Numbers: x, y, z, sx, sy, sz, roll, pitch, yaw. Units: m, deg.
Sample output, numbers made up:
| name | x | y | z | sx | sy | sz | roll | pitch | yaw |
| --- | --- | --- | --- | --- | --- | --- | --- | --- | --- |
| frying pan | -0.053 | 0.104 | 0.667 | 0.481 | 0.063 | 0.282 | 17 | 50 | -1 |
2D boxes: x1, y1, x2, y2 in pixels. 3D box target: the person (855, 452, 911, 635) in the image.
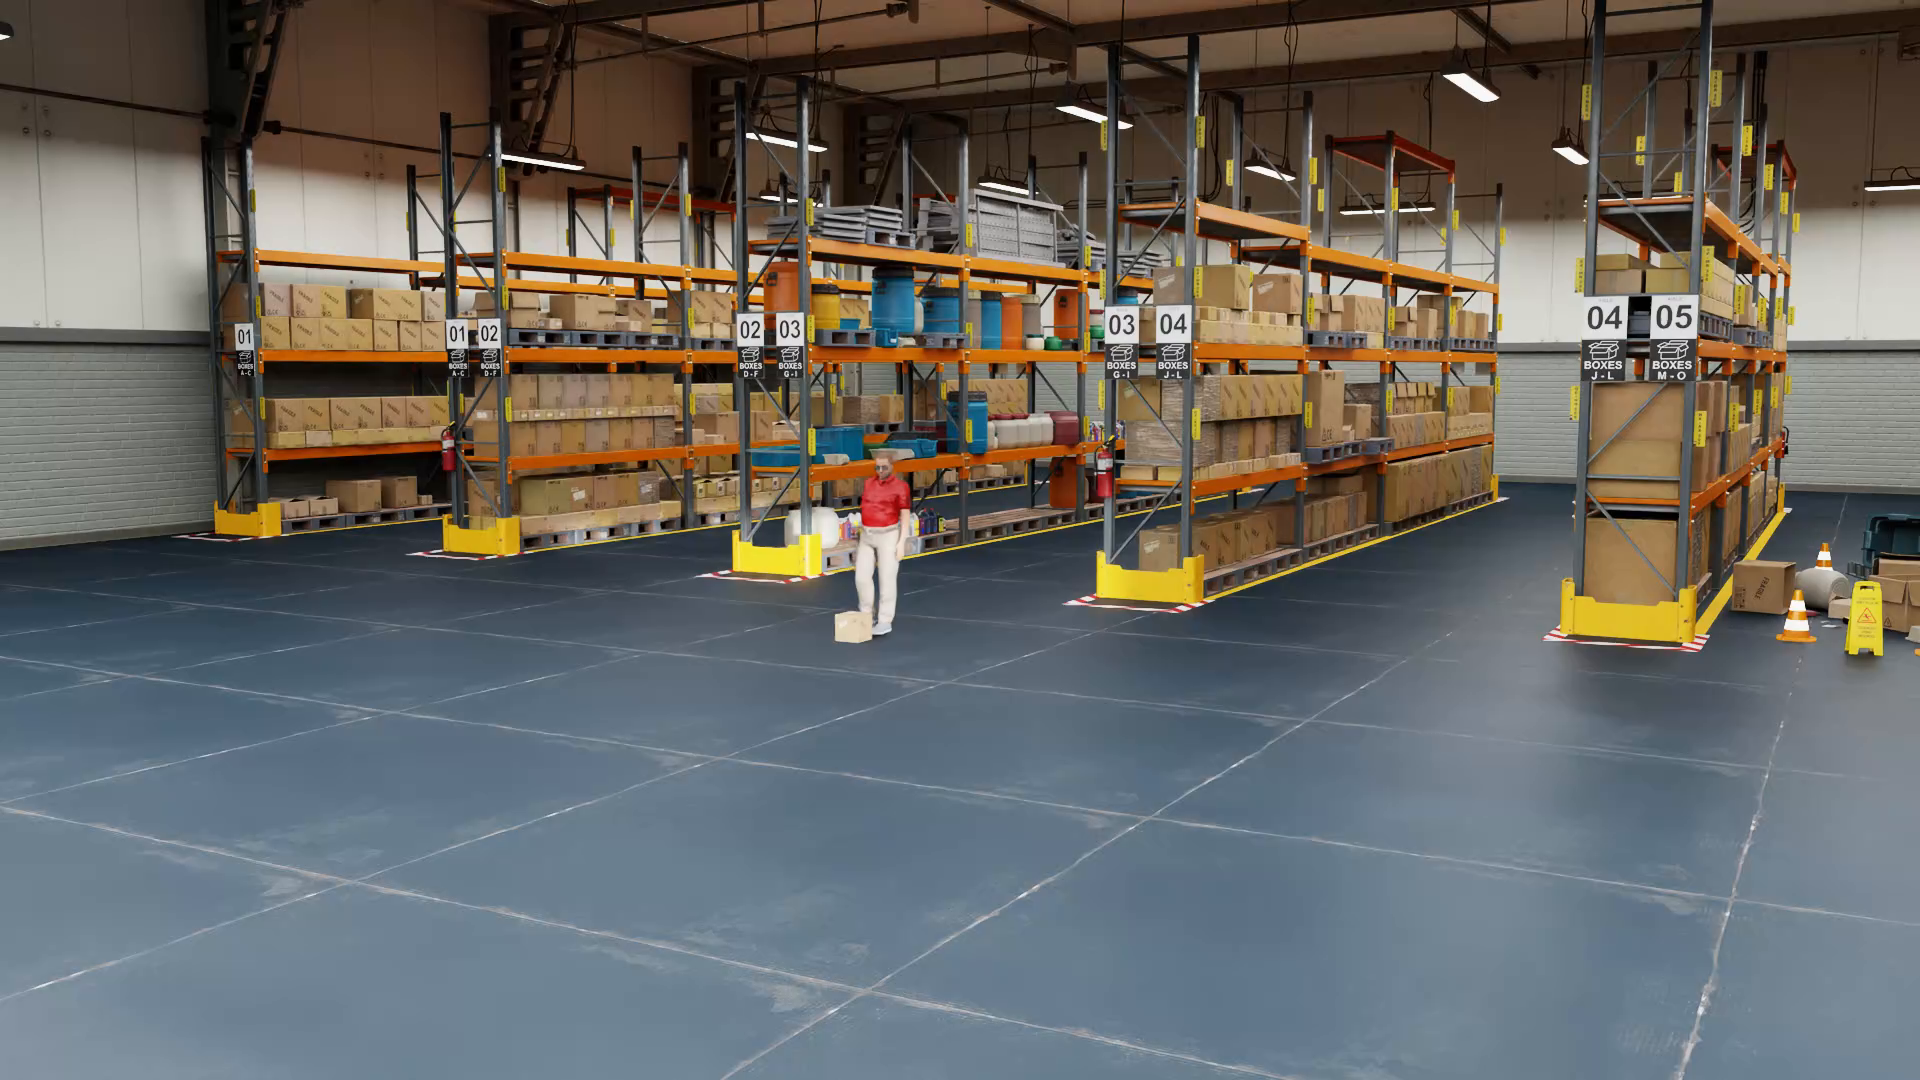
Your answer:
| name | x | y | z | sx | sy | sz | roll | pitch | yaw |
| --- | --- | --- | --- | --- | --- | --- | --- | --- | --- |
| person | -0.789 | 0.052 | 15.838 | 0.589 | 1.786 | 0.463 | 3 | 7 | 28 |
